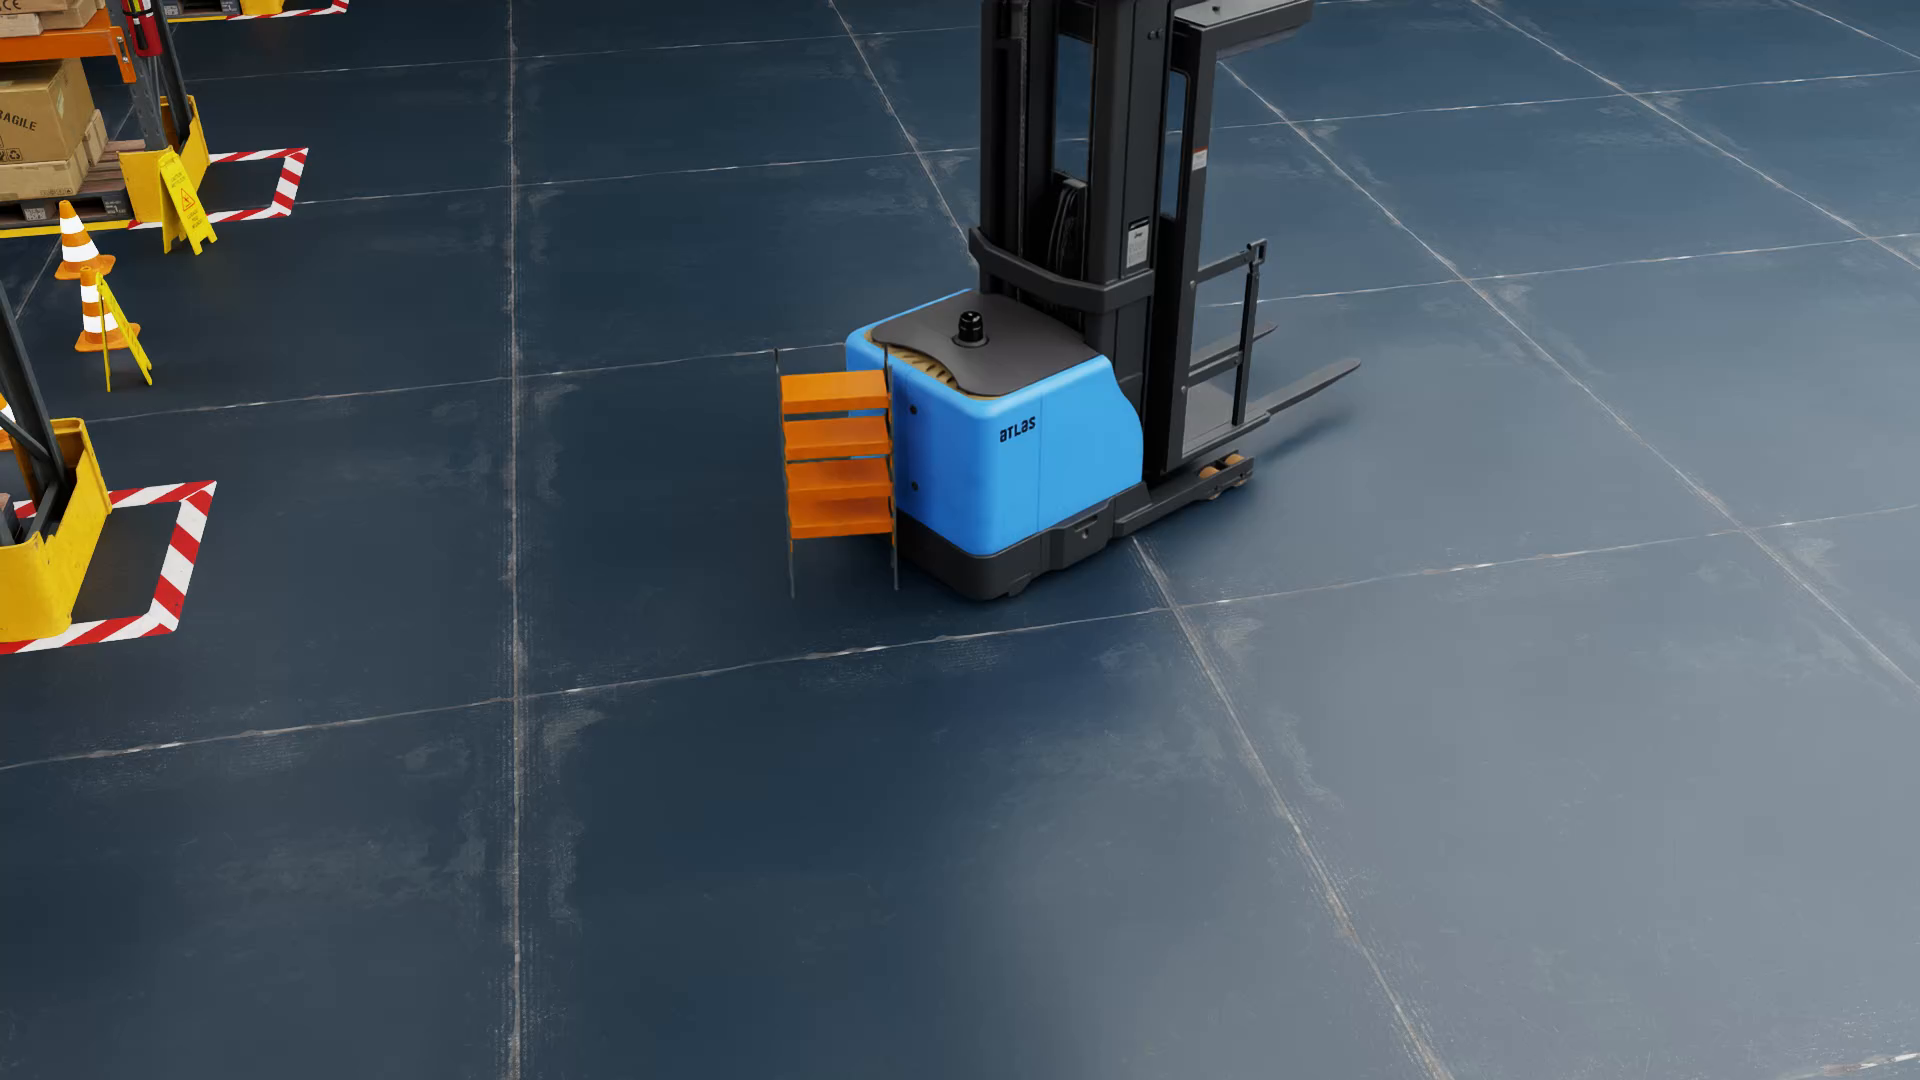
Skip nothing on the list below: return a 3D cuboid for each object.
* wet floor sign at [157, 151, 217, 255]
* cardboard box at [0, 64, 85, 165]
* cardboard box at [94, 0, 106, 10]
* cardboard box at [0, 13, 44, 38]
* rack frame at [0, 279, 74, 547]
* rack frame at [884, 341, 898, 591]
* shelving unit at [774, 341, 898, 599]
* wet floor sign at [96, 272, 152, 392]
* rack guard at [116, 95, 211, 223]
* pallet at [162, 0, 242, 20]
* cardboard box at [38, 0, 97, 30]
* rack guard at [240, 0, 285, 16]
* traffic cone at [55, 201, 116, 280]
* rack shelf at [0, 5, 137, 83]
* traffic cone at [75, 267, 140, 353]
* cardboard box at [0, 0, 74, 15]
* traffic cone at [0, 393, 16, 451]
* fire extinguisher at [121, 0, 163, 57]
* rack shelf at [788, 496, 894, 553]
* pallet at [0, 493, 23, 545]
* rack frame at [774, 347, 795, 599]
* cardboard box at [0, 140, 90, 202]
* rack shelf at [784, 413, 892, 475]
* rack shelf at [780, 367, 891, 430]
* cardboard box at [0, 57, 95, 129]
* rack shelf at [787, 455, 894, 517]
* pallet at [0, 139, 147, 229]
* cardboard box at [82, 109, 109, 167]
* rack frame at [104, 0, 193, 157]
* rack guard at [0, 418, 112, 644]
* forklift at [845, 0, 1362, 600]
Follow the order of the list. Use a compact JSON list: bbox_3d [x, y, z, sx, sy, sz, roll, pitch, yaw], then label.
[{"bbox_3d":[-5.176,-2.245,11.016,0.232,0.644,0.267,4,34,6],"label":"wet floor sign"},{"bbox_3d":[-6.322,-2.884,11.274,0.500,0.500,0.500,-7,34,-10],"label":"cardboard box"},{"bbox_3d":[-5.975,-3.747,11.367,0.250,0.149,0.380,-7,35,-10],"label":"cardboard box"},{"bbox_3d":[-6.138,-3.423,10.884,0.250,0.149,0.380,-8,35,-11],"label":"cardboard box"},{"bbox_3d":[-4.407,-1.103,7.201,0.127,3.000,1.000,-7,35,-11],"label":"rack frame"},{"bbox_3d":[-0.317,-0.324,7.656,0.015,1.200,0.240,-4,34,-6],"label":"rack frame"},{"bbox_3d":[-0.559,-0.307,7.630,0.503,1.200,0.258,-4,34,-6],"label":"shelving unit"},{"bbox_3d":[-4.816,-1.205,9.466,0.232,0.644,0.267,-13,36,-19],"label":"wet floor sign"},{"bbox_3d":[-5.672,-2.733,11.874,0.348,0.500,1.175,-7,35,-11],"label":"rack guard"},{"bbox_3d":[-7.433,-5.203,15.814,1.213,0.211,1.003,-7,35,-11],"label":"pallet"},{"bbox_3d":[-5.915,-3.514,11.020,0.250,0.149,0.380,-6,34,-9],"label":"cardboard box"},{"bbox_3d":[-6.673,-5.443,15.912,0.348,0.500,1.175,-7,35,-11],"label":"rack guard"},{"bbox_3d":[-5.733,-1.973,10.775,0.334,0.463,0.336,-7,35,-11],"label":"traffic cone"},{"bbox_3d":[-7.548,-3.236,11.026,4.000,0.370,1.077,-7,35,-11],"label":"rack shelf"},{"bbox_3d":[-5.156,-1.412,9.938,0.334,0.463,0.336,-7,35,-11],"label":"traffic cone"},{"bbox_3d":[-6.066,-3.729,10.759,0.500,0.500,0.500,-8,35,-11],"label":"cardboard box"},{"bbox_3d":[-5.238,-0.756,8.961,0.334,0.463,0.336,-7,35,-11],"label":"traffic cone"},{"bbox_3d":[-5.384,-3.512,10.861,0.183,0.674,0.296,-7,35,-11],"label":"fire extinguisher"},{"bbox_3d":[-0.559,-0.086,7.778,0.480,0.148,0.258,-4,34,-6],"label":"rack shelf"},{"bbox_3d":[-5.170,0.196,7.769,1.213,0.211,1.003,-7,35,-11],"label":"pallet"},{"bbox_3d":[-0.801,-0.289,7.604,0.015,1.200,0.240,-4,34,-6],"label":"rack frame"},{"bbox_3d":[-6.350,-2.565,11.471,0.500,0.250,0.500,-7,35,-11],"label":"cardboard box"},{"bbox_3d":[-0.559,-0.436,7.543,0.480,0.148,0.258,-4,34,-6],"label":"rack shelf"},{"bbox_3d":[-0.559,-0.633,7.411,0.480,0.148,0.258,-4,34,-6],"label":"rack shelf"},{"bbox_3d":[-6.469,-3.173,11.703,0.500,0.500,0.500,-8,35,-12],"label":"cardboard box"},{"bbox_3d":[-0.559,-0.251,7.668,0.480,0.148,0.258,-4,34,-6],"label":"rack shelf"},{"bbox_3d":[-6.472,-2.533,11.835,1.213,0.211,1.003,-7,35,-11],"label":"pallet"},{"bbox_3d":[-6.446,-2.864,11.917,0.500,0.250,0.500,-7,35,-11],"label":"cardboard box"},{"bbox_3d":[-5.598,-3.781,11.192,0.127,3.000,1.000,-7,35,-11],"label":"rack frame"},{"bbox_3d":[-4.384,-0.068,7.902,0.348,0.500,1.175,-7,35,-11],"label":"rack guard"},{"bbox_3d":[0.895,-1.625,8.041,3.031,2.935,1.130,-26,42,-33],"label":"forklift"}]
